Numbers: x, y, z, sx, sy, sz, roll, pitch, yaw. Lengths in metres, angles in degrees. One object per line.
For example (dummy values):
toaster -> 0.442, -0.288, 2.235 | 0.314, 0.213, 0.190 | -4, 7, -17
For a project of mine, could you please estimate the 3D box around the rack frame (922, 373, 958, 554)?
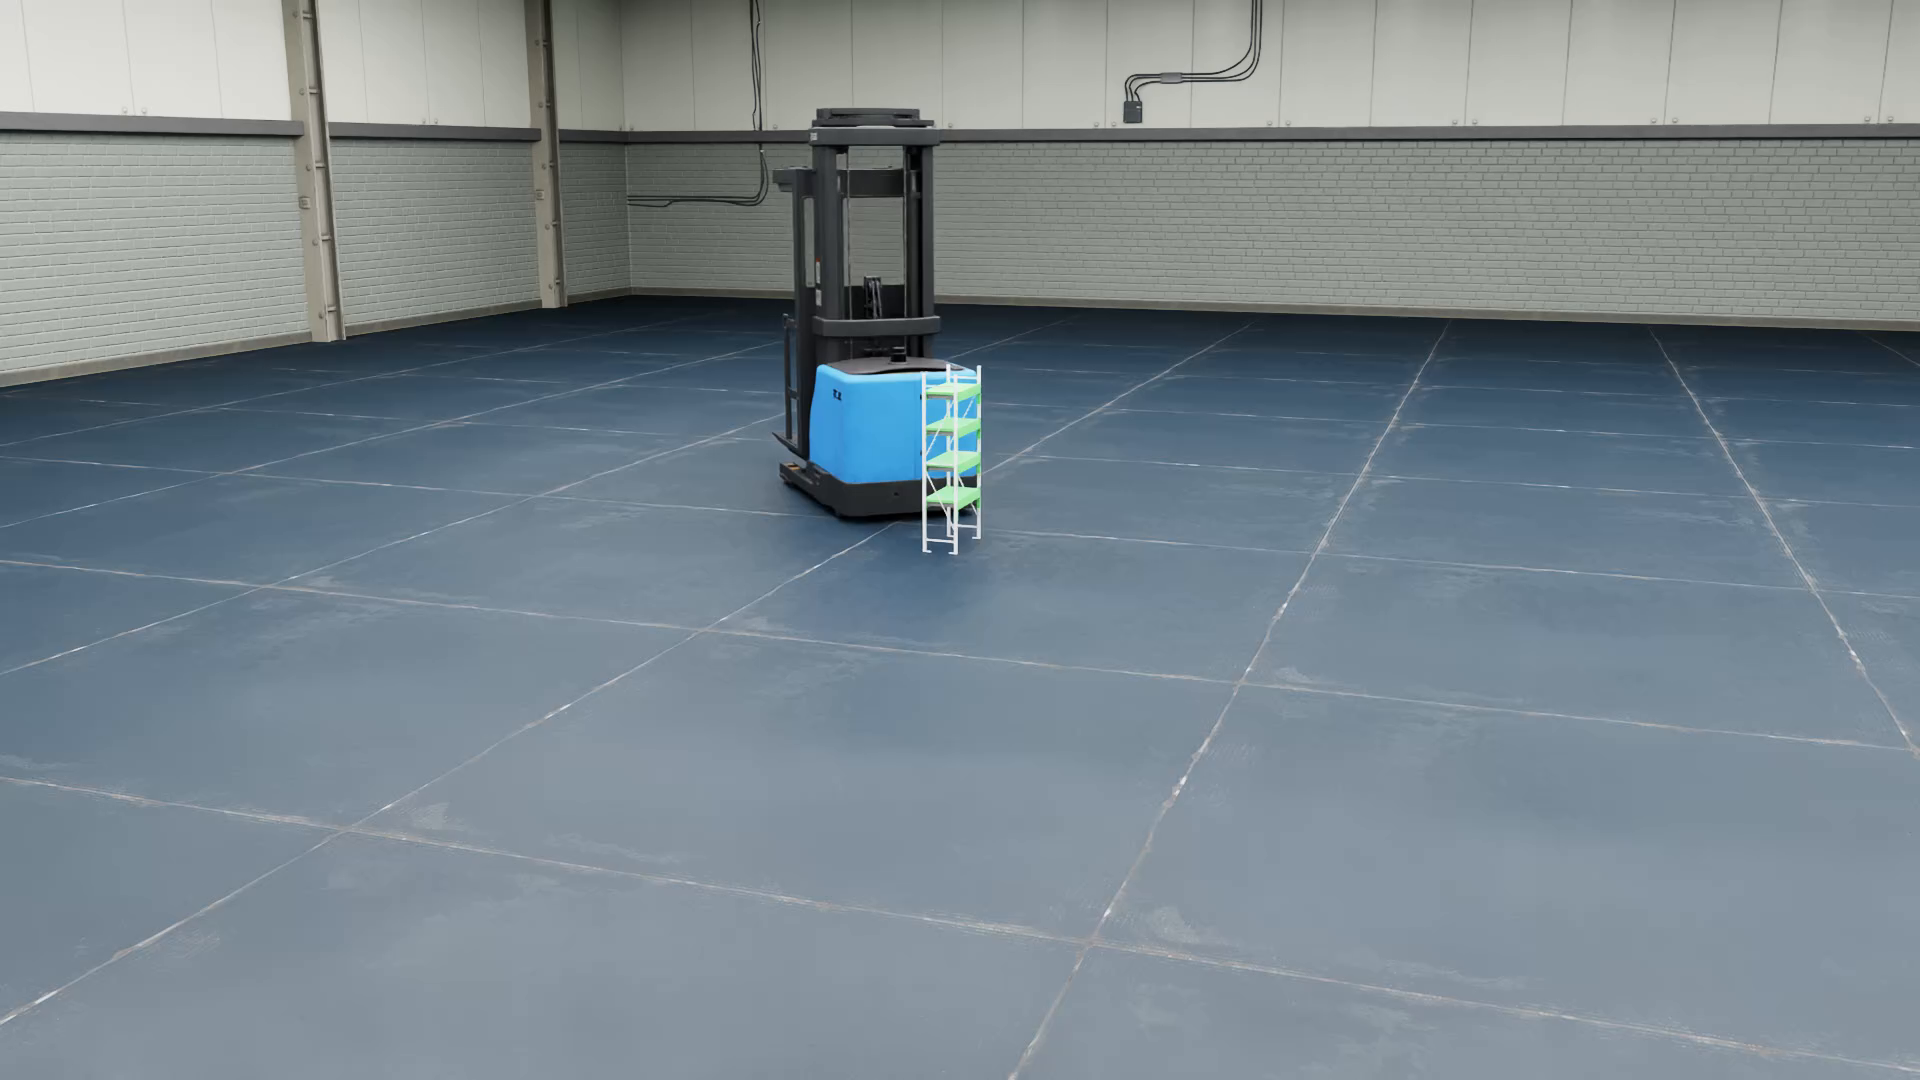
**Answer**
rack frame -> -0.133, -0.499, 10.977 | 0.240, 1.200, 0.015 | 4, 14, 18

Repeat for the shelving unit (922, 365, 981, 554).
shelving unit -> -0.054, -0.550, 11.202 | 0.258, 1.200, 0.503 | 4, 14, 18

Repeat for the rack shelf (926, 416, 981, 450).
rack shelf -> -0.054, -0.722, 11.163 | 0.258, 0.148, 0.480 | 4, 14, 18

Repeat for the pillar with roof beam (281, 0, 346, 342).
pillar with roof beam -> -5.131, -6.986, 21.874 | 9.100, 9.000, 0.400 | 4, 14, 18

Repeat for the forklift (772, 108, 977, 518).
forklift -> -0.826, -1.876, 13.121 | 1.130, 2.935, 3.031 | -5, 14, -19

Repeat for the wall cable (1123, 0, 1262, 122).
wall cable -> 3.918, -10.056, 27.680 | 2.305, 6.003, 0.169 | 4, 14, 18

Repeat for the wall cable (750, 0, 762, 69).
wall cable -> -2.499, -9.838, 29.997 | 3.097, 2.526, 0.112 | 4, 14, 18

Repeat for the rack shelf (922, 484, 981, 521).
rack shelf -> -0.054, -0.254, 11.269 | 0.258, 0.148, 0.480 | 4, 14, 18

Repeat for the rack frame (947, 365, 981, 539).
rack frame -> 0.025, -0.601, 11.427 | 0.240, 1.200, 0.015 | 4, 14, 18

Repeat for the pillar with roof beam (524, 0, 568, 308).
pillar with roof beam -> -3.190, -8.250, 27.409 | 9.100, 9.000, 0.400 | 4, 14, 18

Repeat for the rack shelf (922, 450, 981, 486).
rack shelf -> -0.054, -0.488, 11.216 | 0.258, 0.148, 0.480 | 4, 14, 18

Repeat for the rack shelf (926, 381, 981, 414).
rack shelf -> -0.054, -0.956, 11.109 | 0.258, 0.148, 0.480 | 4, 14, 18

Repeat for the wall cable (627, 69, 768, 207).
wall cable -> -5.059, -7.571, 31.413 | 3.097, 2.526, 0.112 | 4, 14, 18
